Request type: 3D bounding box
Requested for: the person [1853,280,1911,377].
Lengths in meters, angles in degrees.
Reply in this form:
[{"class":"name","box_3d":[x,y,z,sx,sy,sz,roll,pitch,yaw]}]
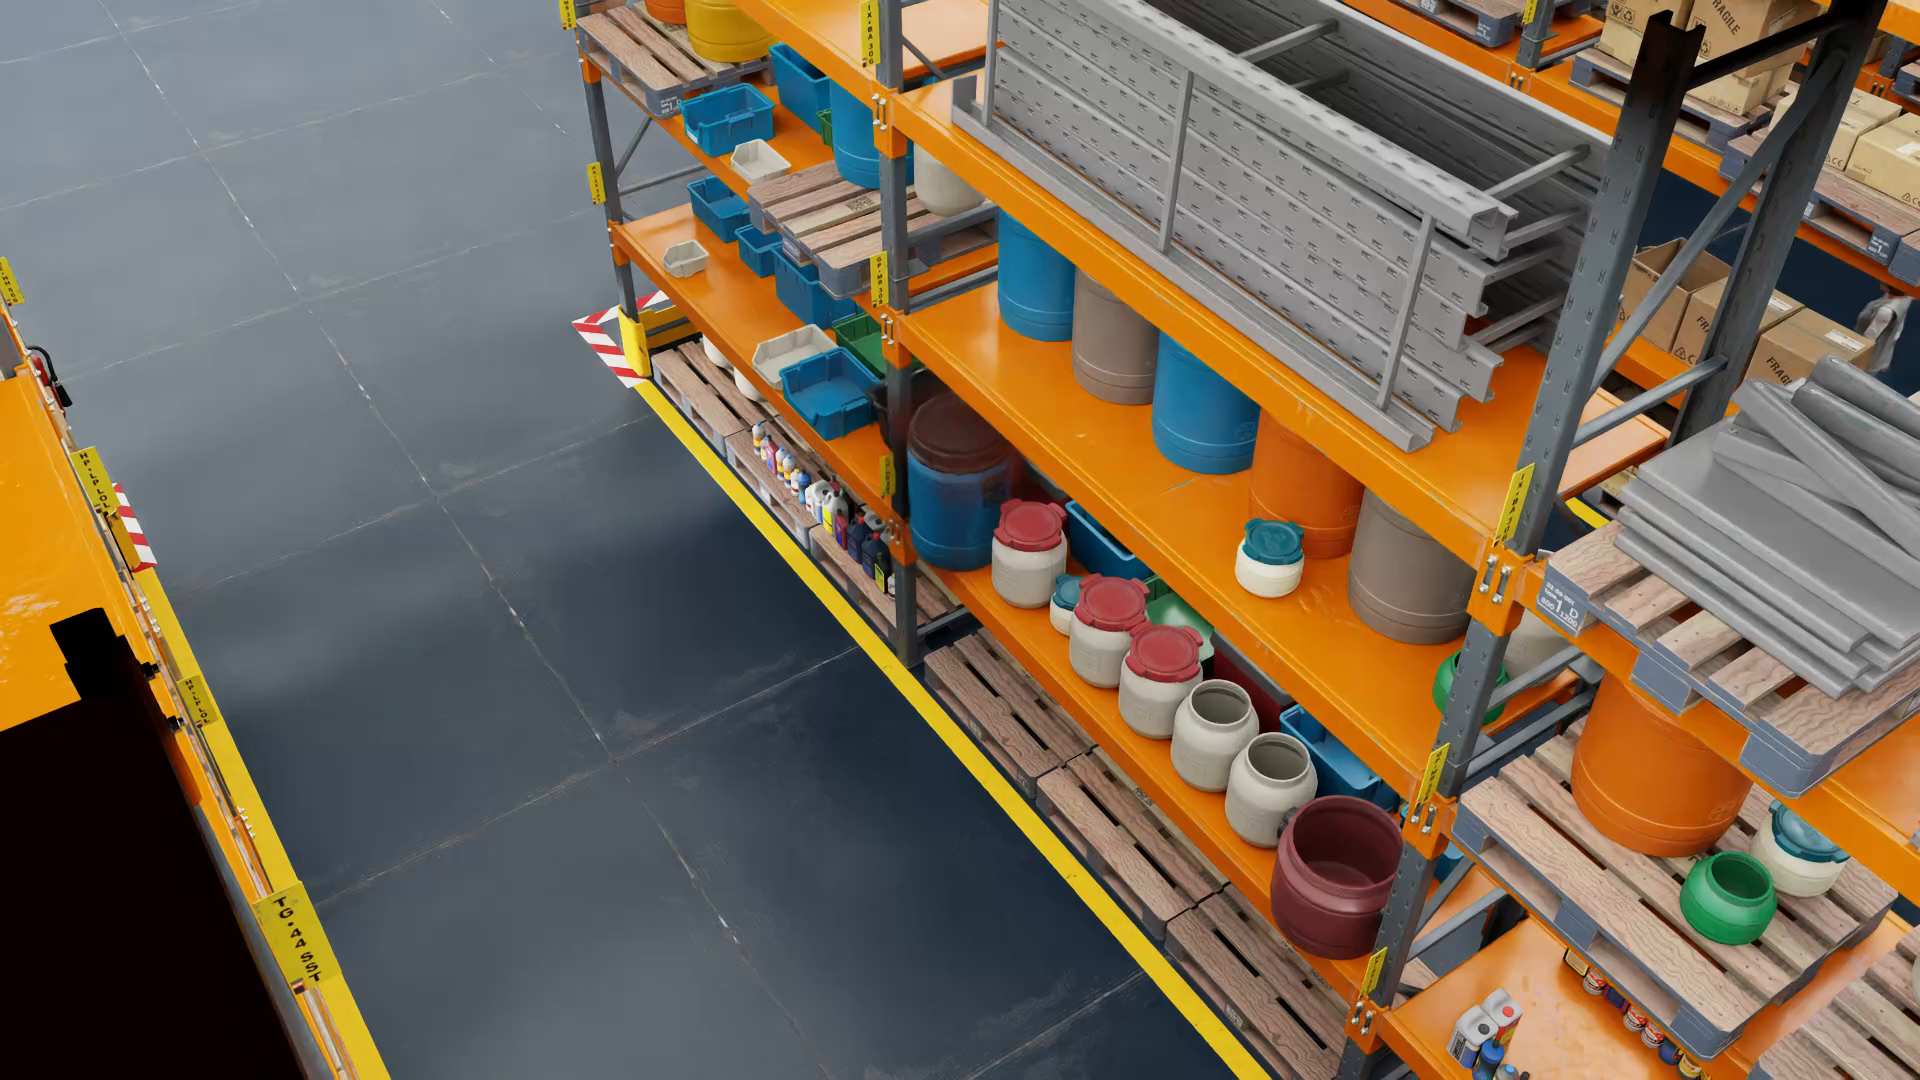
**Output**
[{"class":"person","box_3d":[6.544,-1.324,12.026,0.452,1.540,0.972,-25,48,-25]}]
